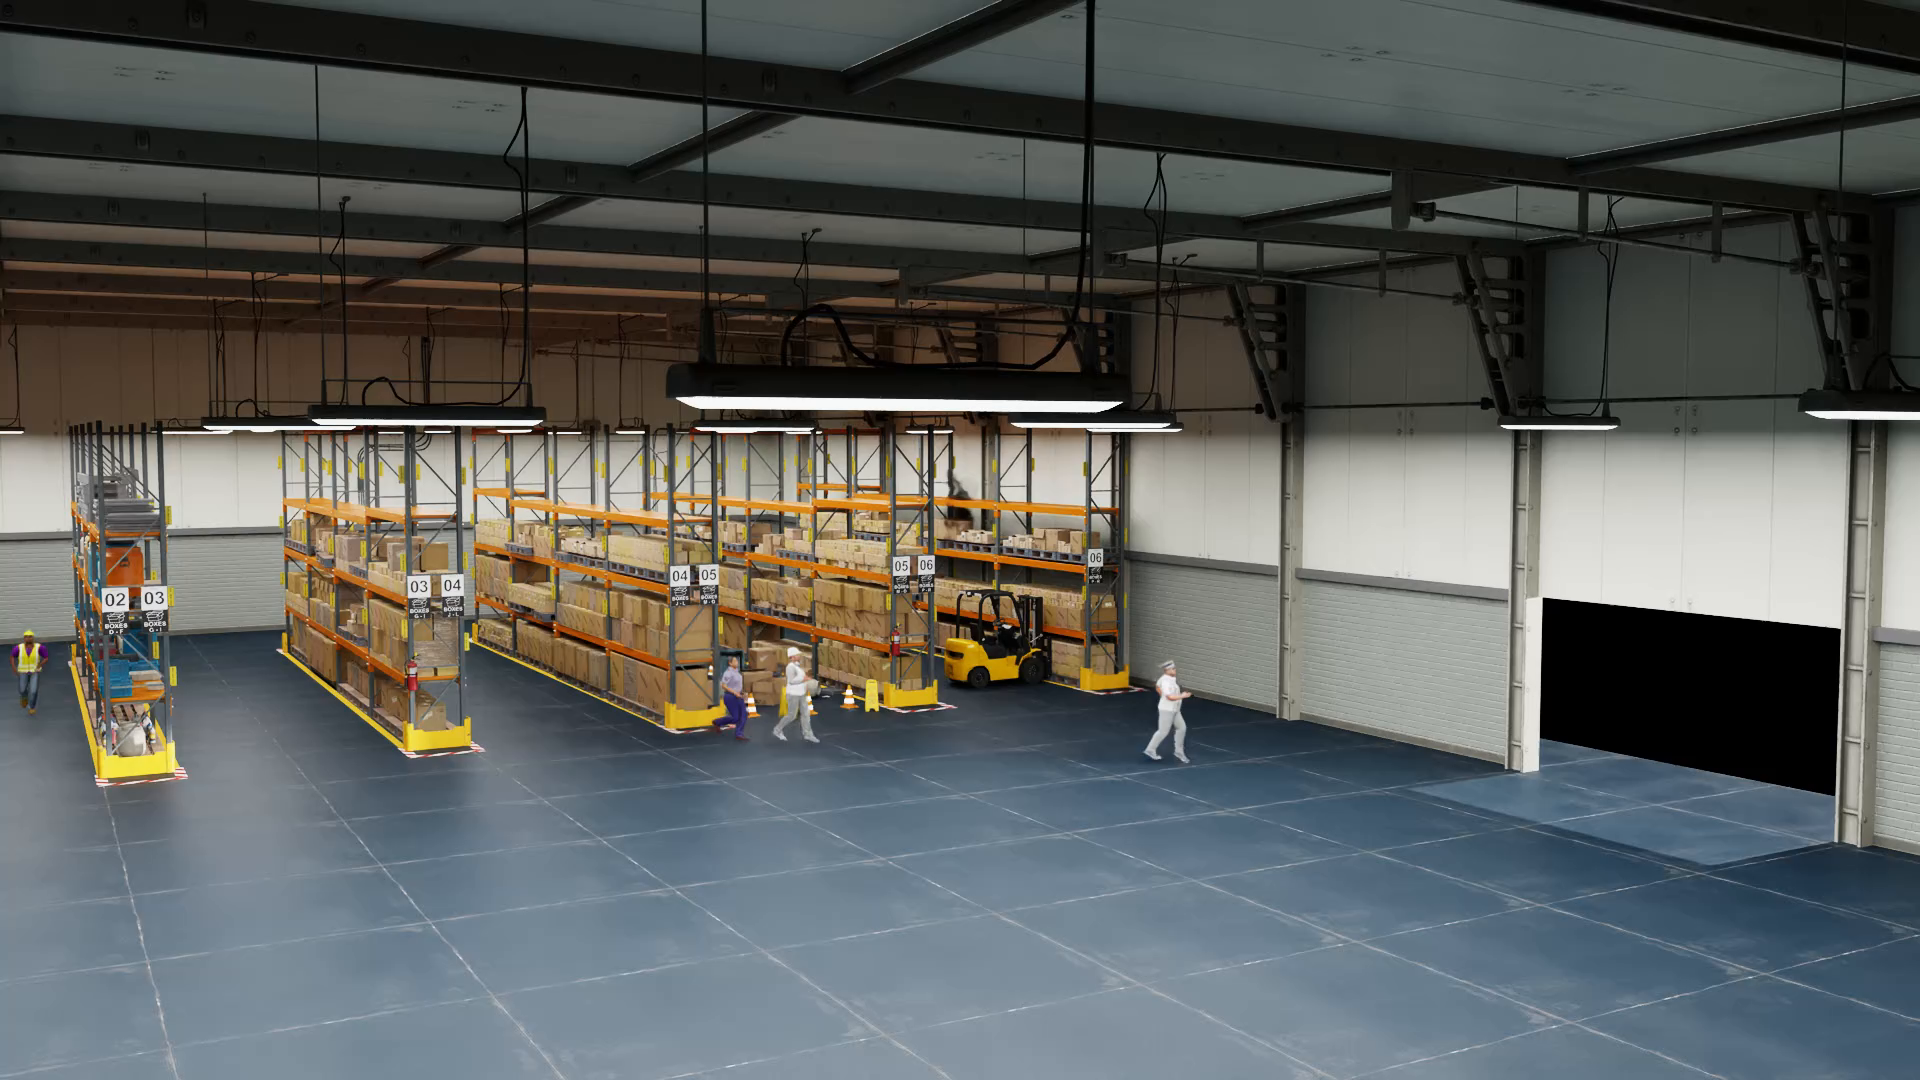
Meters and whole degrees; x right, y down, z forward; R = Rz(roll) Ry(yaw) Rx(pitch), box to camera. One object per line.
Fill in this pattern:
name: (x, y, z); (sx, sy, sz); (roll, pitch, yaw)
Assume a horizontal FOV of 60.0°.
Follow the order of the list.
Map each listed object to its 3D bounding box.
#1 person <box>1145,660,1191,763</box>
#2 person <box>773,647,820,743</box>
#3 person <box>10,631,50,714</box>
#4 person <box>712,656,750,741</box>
person: (3.664, 3.026, 29.253); (0.812, 1.847, 0.634); (1, 4, 18)
person: (-3.064, 2.892, 31.036); (0.879, 1.789, 0.651); (1, 4, 13)
person: (-19.235, 2.739, 34.386); (0.730, 1.727, 0.594); (-2, 4, -23)
person: (-4.310, 2.989, 31.378); (0.709, 1.616, 0.608); (1, 4, 13)
